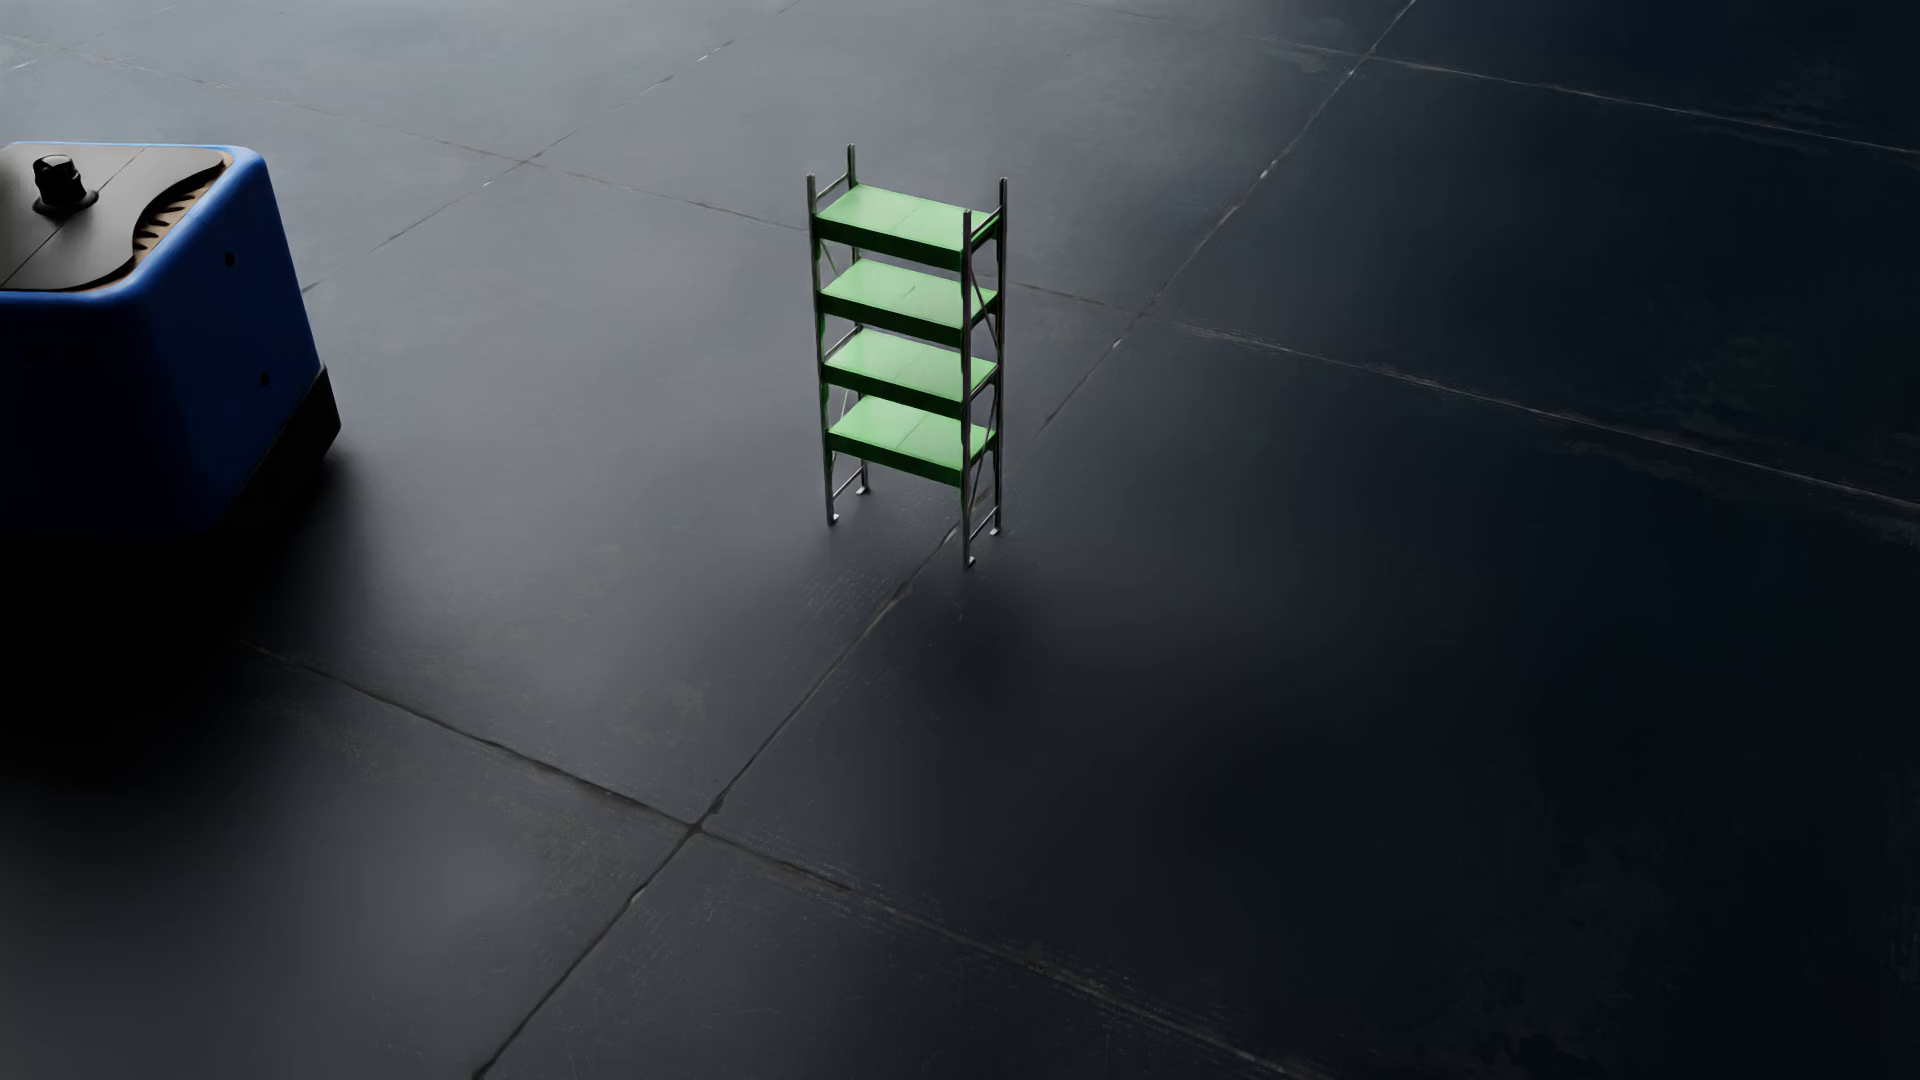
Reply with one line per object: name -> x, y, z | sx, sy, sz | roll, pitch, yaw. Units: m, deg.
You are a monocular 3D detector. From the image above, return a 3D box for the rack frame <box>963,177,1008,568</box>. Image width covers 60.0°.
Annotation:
rack frame -> 0.070, -0.456, 4.858 | 0.015, 1.200, 0.240 | 17, 41, 21

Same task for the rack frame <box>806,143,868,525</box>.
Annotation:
rack frame -> -0.364, -0.592, 5.037 | 0.015, 1.200, 0.240 | 17, 41, 21

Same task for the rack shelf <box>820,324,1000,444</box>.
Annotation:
rack shelf -> -0.147, -0.473, 4.987 | 0.480, 0.148, 0.258 | 17, 41, 21

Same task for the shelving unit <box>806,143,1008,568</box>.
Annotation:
shelving unit -> -0.147, -0.524, 4.948 | 0.503, 1.200, 0.258 | 17, 41, 21

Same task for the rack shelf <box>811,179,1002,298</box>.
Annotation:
rack shelf -> -0.147, -0.855, 4.696 | 0.480, 0.148, 0.258 | 17, 41, 21

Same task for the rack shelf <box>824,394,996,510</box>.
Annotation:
rack shelf -> -0.147, -0.282, 5.132 | 0.480, 0.148, 0.258 | 17, 41, 21

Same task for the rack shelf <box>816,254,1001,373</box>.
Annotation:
rack shelf -> -0.147, -0.664, 4.841 | 0.480, 0.148, 0.258 | 17, 41, 21

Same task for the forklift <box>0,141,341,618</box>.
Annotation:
forklift -> -3.627, -1.267, 4.495 | 3.031, 2.935, 1.130 | 2, 37, 2
